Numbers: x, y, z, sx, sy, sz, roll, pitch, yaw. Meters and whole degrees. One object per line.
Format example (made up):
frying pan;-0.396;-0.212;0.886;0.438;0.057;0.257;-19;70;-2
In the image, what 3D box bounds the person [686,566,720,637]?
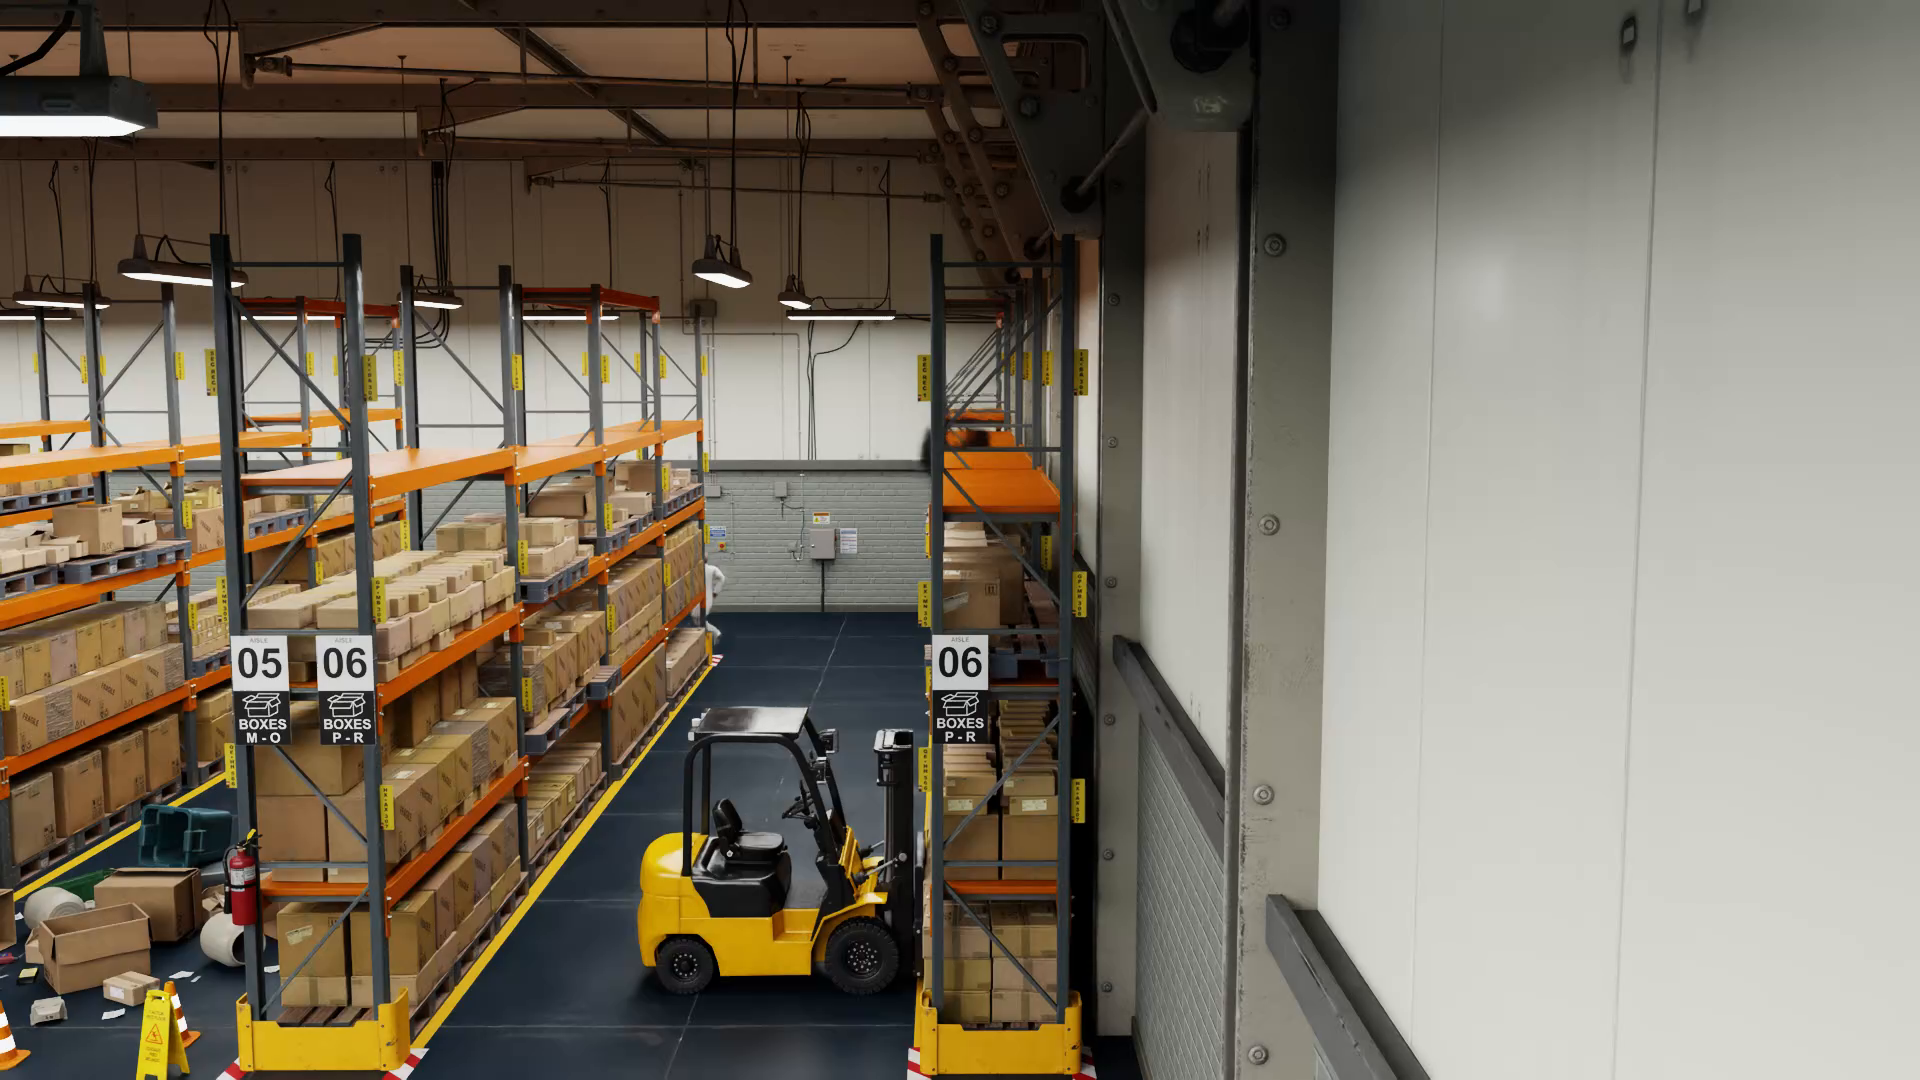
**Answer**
person;-4.624;1.089;29.302;0.577;1.731;0.770;5;8;39
